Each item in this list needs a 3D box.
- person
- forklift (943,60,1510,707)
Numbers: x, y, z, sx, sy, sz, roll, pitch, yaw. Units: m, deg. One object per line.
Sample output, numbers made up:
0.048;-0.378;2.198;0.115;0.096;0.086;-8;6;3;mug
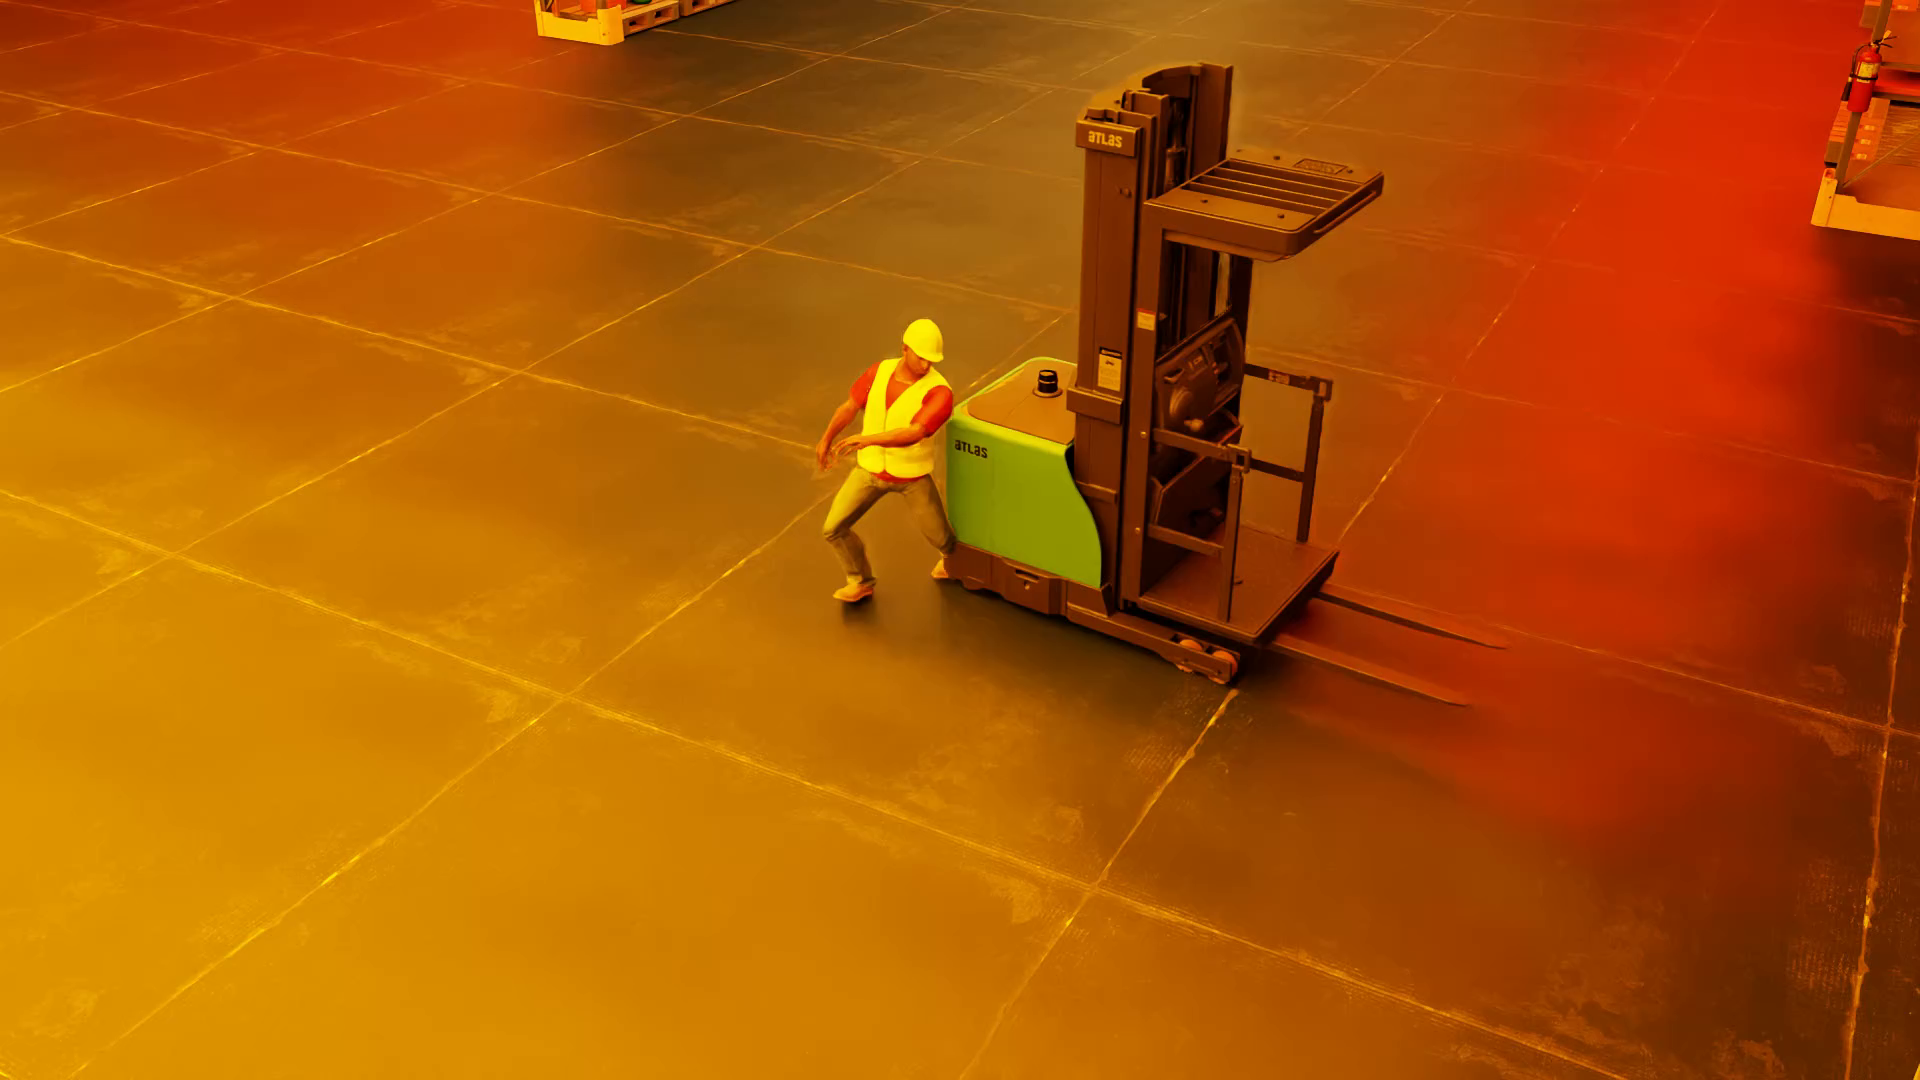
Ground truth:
-0.436;-0.414;9.093;0.799;1.634;0.850;10;32;17;person
1.412;-0.823;8.497;3.031;2.935;1.130;19;35;29;forklift
